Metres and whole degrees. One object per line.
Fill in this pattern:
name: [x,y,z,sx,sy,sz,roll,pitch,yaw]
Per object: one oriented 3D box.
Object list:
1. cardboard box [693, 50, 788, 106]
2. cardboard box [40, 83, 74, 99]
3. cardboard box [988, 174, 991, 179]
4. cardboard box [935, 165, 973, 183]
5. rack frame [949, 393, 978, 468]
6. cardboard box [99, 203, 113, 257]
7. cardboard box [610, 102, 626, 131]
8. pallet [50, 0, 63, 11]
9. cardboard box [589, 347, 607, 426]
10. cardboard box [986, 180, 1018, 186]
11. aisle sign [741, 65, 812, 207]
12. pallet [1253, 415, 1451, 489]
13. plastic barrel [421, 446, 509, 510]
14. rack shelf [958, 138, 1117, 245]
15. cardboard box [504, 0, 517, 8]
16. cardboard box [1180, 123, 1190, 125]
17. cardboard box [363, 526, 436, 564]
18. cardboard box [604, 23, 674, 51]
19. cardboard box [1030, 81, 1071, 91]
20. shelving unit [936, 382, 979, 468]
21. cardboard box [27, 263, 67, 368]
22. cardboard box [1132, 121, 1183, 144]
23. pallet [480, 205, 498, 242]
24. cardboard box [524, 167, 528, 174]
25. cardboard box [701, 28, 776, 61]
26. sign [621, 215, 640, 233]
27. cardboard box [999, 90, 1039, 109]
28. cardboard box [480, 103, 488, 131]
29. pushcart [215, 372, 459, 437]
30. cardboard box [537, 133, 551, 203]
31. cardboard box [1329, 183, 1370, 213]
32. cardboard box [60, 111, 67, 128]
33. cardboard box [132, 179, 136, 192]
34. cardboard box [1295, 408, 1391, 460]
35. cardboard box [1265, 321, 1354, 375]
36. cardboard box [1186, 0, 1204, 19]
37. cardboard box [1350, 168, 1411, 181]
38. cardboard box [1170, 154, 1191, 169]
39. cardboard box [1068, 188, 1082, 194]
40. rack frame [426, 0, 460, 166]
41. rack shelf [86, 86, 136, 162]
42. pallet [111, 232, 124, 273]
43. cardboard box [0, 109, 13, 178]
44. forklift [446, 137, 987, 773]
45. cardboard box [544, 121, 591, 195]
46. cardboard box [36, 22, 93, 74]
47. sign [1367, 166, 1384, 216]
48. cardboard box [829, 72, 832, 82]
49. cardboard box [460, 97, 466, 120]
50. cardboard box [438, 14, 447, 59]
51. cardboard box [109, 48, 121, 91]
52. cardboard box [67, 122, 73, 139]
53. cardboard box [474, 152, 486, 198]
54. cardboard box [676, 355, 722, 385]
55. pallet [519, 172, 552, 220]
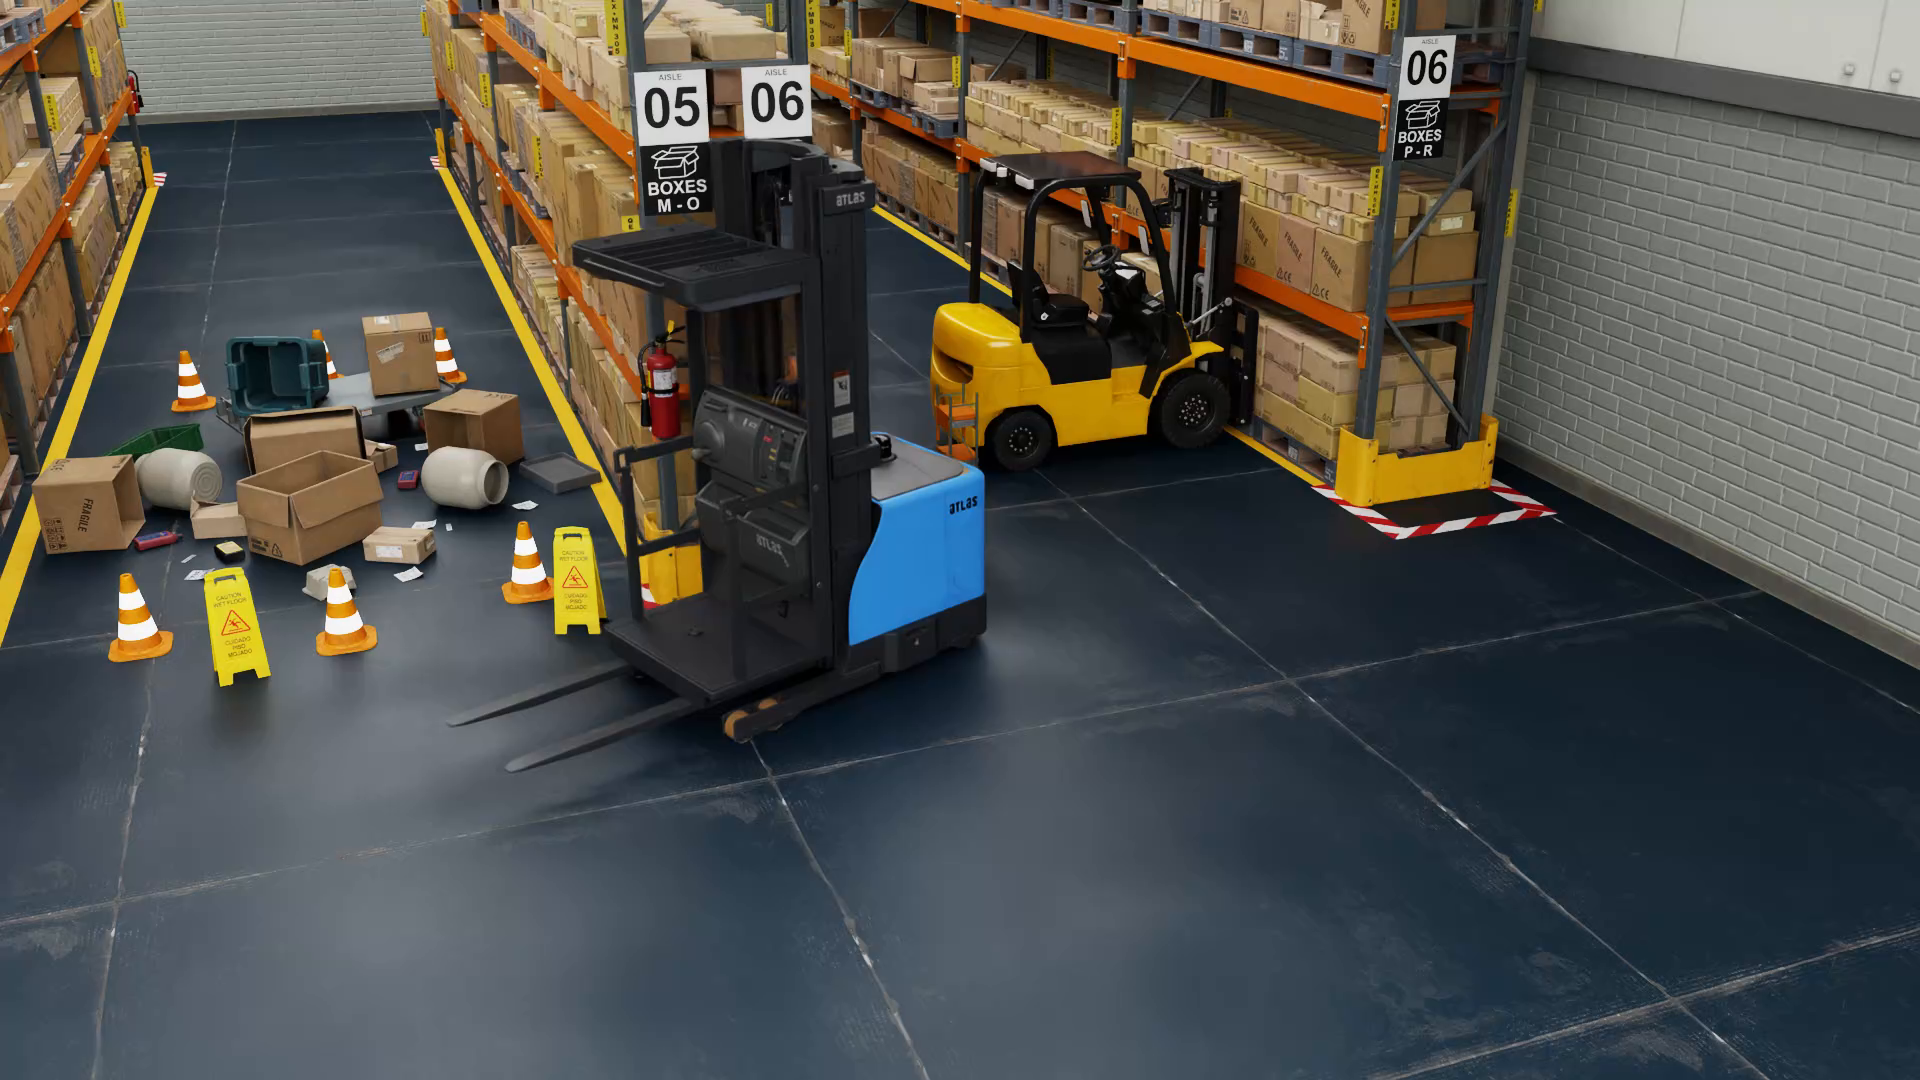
cardboard box: [-1.275,-2.749,9.859,0.500,0.250,0.500,-9,24,-20]
cardboard box: [-9.672,-4.765,17.711,0.380,0.149,0.250,-9,25,-21]
cardboard box: [0.508,-4.342,19.533,0.380,0.149,0.250,-8,24,-17]
cardboard box: [-0.068,-4.249,19.312,0.380,0.149,0.250,-10,25,-22]
rack frame: [0.024,-0.459,10.987,0.200,1.050,0.008,-8,24,-19]
cardboard box: [-9.503,-3.345,18.002,0.500,0.500,0.500,-9,24,-20]
cardboard box: [-1.853,-2.524,9.837,0.380,0.149,0.250,-8,24,-19]
pallet: [-9.694,-5.405,16.591,1.213,0.211,1.003,-8,24,-19]
cardboard box: [-2.422,-1.172,12.204,0.500,0.500,0.500,-7,24,-16]
cardboard box: [0.583,-3.902,19.324,0.500,0.500,0.500,-7,24,-17]
aisle sign: [-1.035,-2.298,9.493,0.394,0.787,0.004,-8,24,-19]
pallet: [2.986,-0.750,12.756,1.003,0.211,1.213,-8,24,-19]
plastic barrel: [-3.493,-0.436,11.738,0.512,0.421,0.421,8,24,18]
rack shelf: [1.176,-3.611,16.881,1.077,0.370,4.000,-8,24,-19]
cardboard box: [-3.848,-5.069,15.425,0.700,0.500,0.500,-8,24,-19]
cardboard box: [1.959,-3.718,15.245,0.380,0.149,0.250,-9,24,-20]
cardboard box: [-3.699,0.035,10.976,0.380,0.149,0.250,4,23,9]
cardboard box: [-1.905,-2.985,9.906,0.380,0.149,0.250,-9,24,-20]
cardboard box: [0.970,-4.844,17.917,0.380,0.149,0.250,-8,24,-18]
shelving unit: [-0.019,-0.503,11.092,0.215,1.050,0.252,-8,24,-19]
cardboard box: [-8.325,-1.877,14.197,1.050,0.750,0.750,-8,24,-18]
cardboard box: [1.717,-3.541,14.443,0.380,0.149,0.250,-8,24,-18]
pallet: [-5.243,-3.885,20.196,1.003,0.211,1.213,-8,24,-19]
cardboard box: [-3.874,-3.528,15.542,0.380,0.149,0.250,-7,24,-16]
cardboard box: [-1.282,-2.871,9.634,0.380,0.149,0.250,-9,24,-19]
sign: [-1.873,-1.690,9.501,0.100,0.325,0.005,-8,24,-19]
cardboard box: [0.621,-4.578,17.286,0.380,0.149,0.250,-8,24,-18]
cardboard box: [-4.766,-4.475,17.555,0.500,0.250,0.500,-9,24,-20]
pushcart: [-4.875,-0.994,13.123,1.648,0.377,0.936,-18,29,-37]
cardboard box: [-3.138,-3.046,13.563,0.500,0.500,0.500,-9,24,-20]
cardboard box: [2.855,-2.431,11.809,0.380,0.149,0.250,-8,24,-19]
cardboard box: [-9.306,-4.254,16.881,0.380,0.149,0.250,-7,24,-17]
cardboard box: [-10.767,-4.535,21.279,0.380,0.149,0.250,-9,25,-21]
cardboard box: [2.834,-0.816,12.324,0.500,0.250,0.500,-8,24,-19]
cardboard box: [2.655,-1.459,12.561,0.500,0.250,0.500,-8,24,-18]
cardboard box: [2.028,-4.238,13.235,0.380,0.149,0.250,-8,24,-17]
cardboard box: [3.136,-2.681,12.403,0.380,0.149,0.250,-8,24,-19]
cardboard box: [1.978,-3.124,13.837,0.380,0.149,0.250,-8,24,-18]
cardboard box: [1.277,-3.476,15.828,0.500,0.250,0.500,-8,24,-19]
rack frame: [-6.999,-6.894,23.743,1.000,3.000,0.127,-8,24,-19]
rack shelf: [-10.888,-5.119,20.461,1.077,0.370,4.000,-8,24,-19]
pallet: [-9.905,-3.157,18.468,1.003,0.211,1.213,-8,24,-19]
cardboard box: [-8.256,-3.244,13.667,0.700,0.500,0.500,-9,24,-20]
forklift: [-1.274,-0.515,8.697,3.031,2.935,1.130,-19,30,-38]
cardboard box: [-2.647,-2.799,12.230,0.700,0.500,0.500,-8,24,-19]
cardboard box: [-10.113,-5.566,18.794,0.500,0.500,0.500,-8,24,-18]
sign: [2.783,-2.336,11.134,0.100,0.325,0.005,-8,24,-19]
cardboard box: [-1.587,-6.370,22.824,0.380,0.149,0.250,-8,24,-18]
cardboard box: [-5.678,-5.175,19.859,0.500,0.250,0.500,-9,24,-20]
cardboard box: [-6.371,-6.450,21.274,0.500,0.500,0.500,-8,24,-18]
cardboard box: [-10.830,-5.862,20.785,0.500,0.500,0.500,-8,24,-19]
cardboard box: [-9.393,-4.212,17.164,0.380,0.149,0.250,-7,24,-17]
cardboard box: [-5.708,-4.696,21.287,0.875,0.438,0.875,-9,24,-20]
cardboard box: [-1.679,-1.071,10.252,0.380,0.149,0.250,-8,24,-17]
pallet: [-3.435,-3.185,15.191,1.003,0.211,1.213,-8,24,-19]
